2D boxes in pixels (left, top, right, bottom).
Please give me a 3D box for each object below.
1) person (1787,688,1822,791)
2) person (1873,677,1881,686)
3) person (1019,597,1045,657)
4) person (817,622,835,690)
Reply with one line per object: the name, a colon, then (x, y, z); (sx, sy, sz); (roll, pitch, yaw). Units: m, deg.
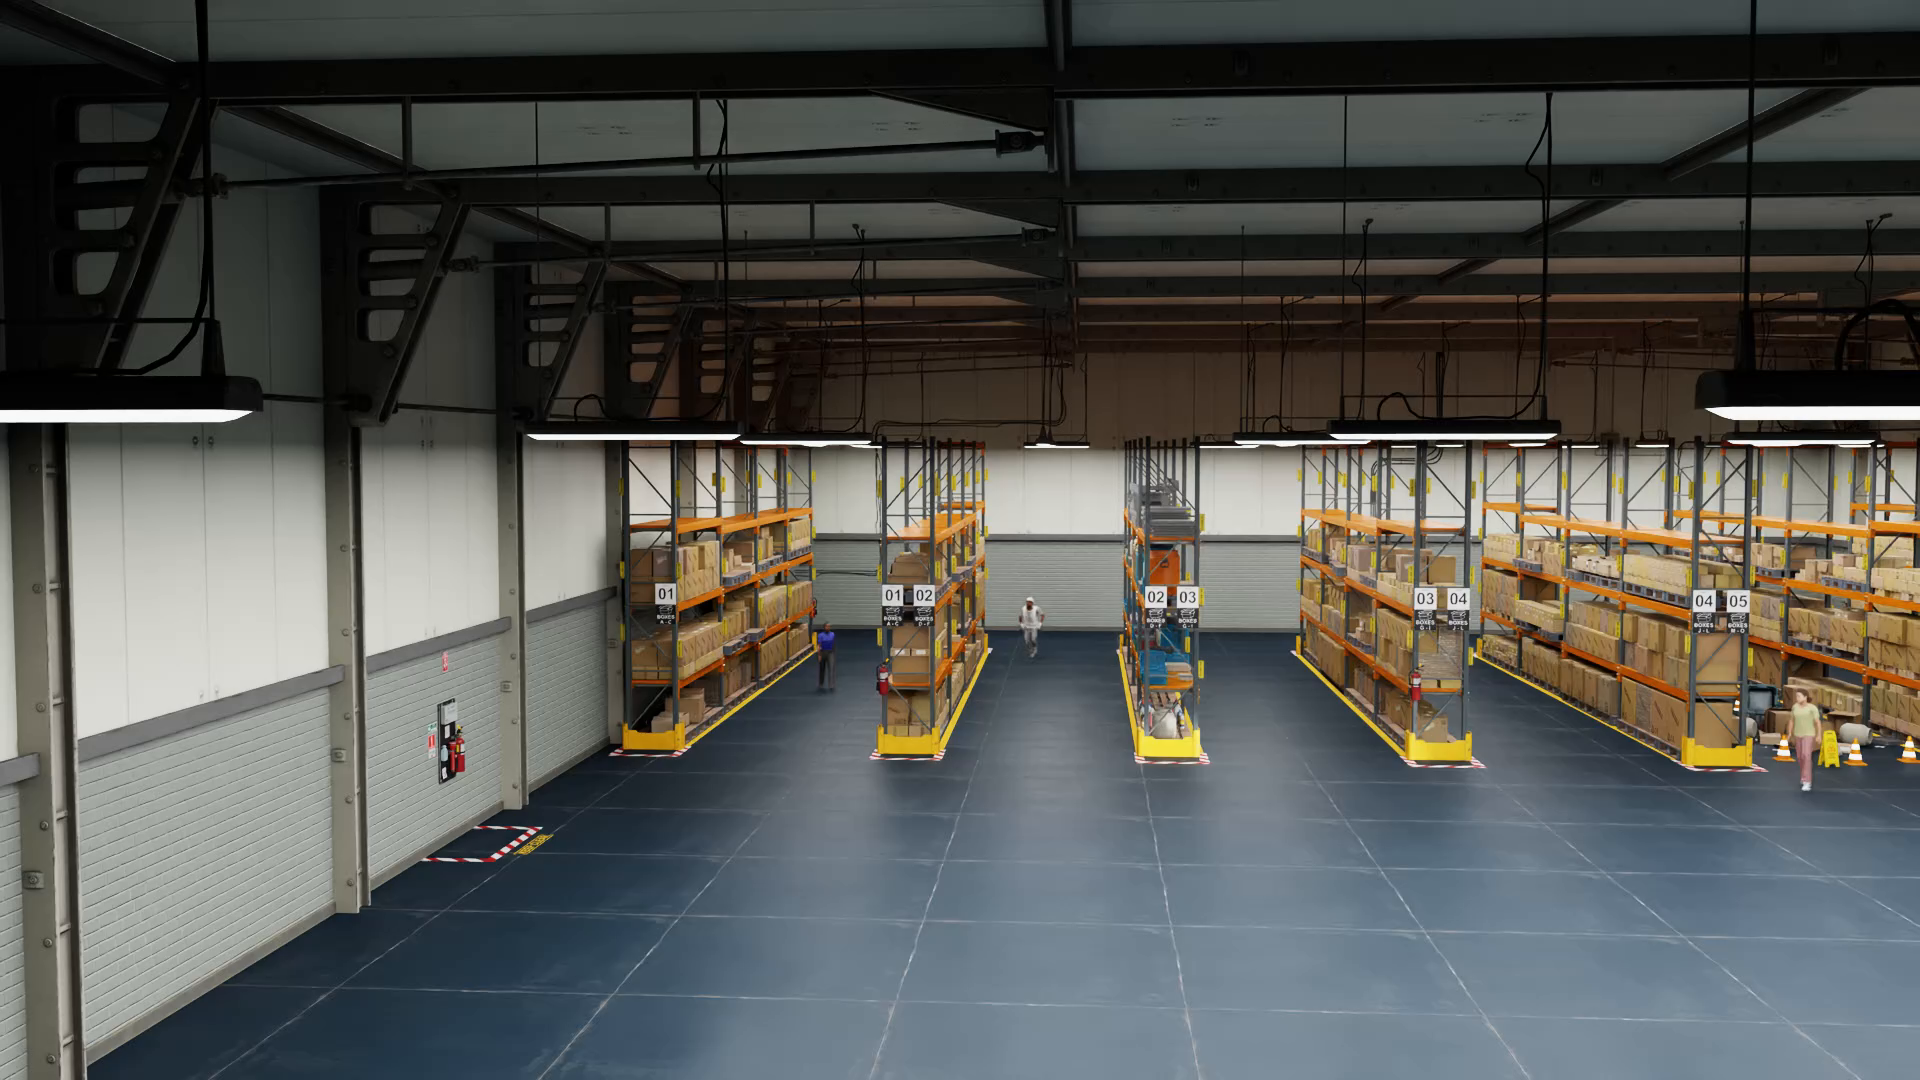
person: (14.375, 3.370, 28.355); (0.670, 1.673, 0.561); (-2, 4, -30)
person: (21.175, 2.859, 37.988); (0.515, 1.769, 0.613); (0, 3, 0)
person: (1.984, 2.420, 46.056); (0.727, 1.688, 0.633); (1, 3, 14)
person: (-3.197, 2.764, 39.793); (0.472, 1.619, 0.929); (-1, 3, -17)
